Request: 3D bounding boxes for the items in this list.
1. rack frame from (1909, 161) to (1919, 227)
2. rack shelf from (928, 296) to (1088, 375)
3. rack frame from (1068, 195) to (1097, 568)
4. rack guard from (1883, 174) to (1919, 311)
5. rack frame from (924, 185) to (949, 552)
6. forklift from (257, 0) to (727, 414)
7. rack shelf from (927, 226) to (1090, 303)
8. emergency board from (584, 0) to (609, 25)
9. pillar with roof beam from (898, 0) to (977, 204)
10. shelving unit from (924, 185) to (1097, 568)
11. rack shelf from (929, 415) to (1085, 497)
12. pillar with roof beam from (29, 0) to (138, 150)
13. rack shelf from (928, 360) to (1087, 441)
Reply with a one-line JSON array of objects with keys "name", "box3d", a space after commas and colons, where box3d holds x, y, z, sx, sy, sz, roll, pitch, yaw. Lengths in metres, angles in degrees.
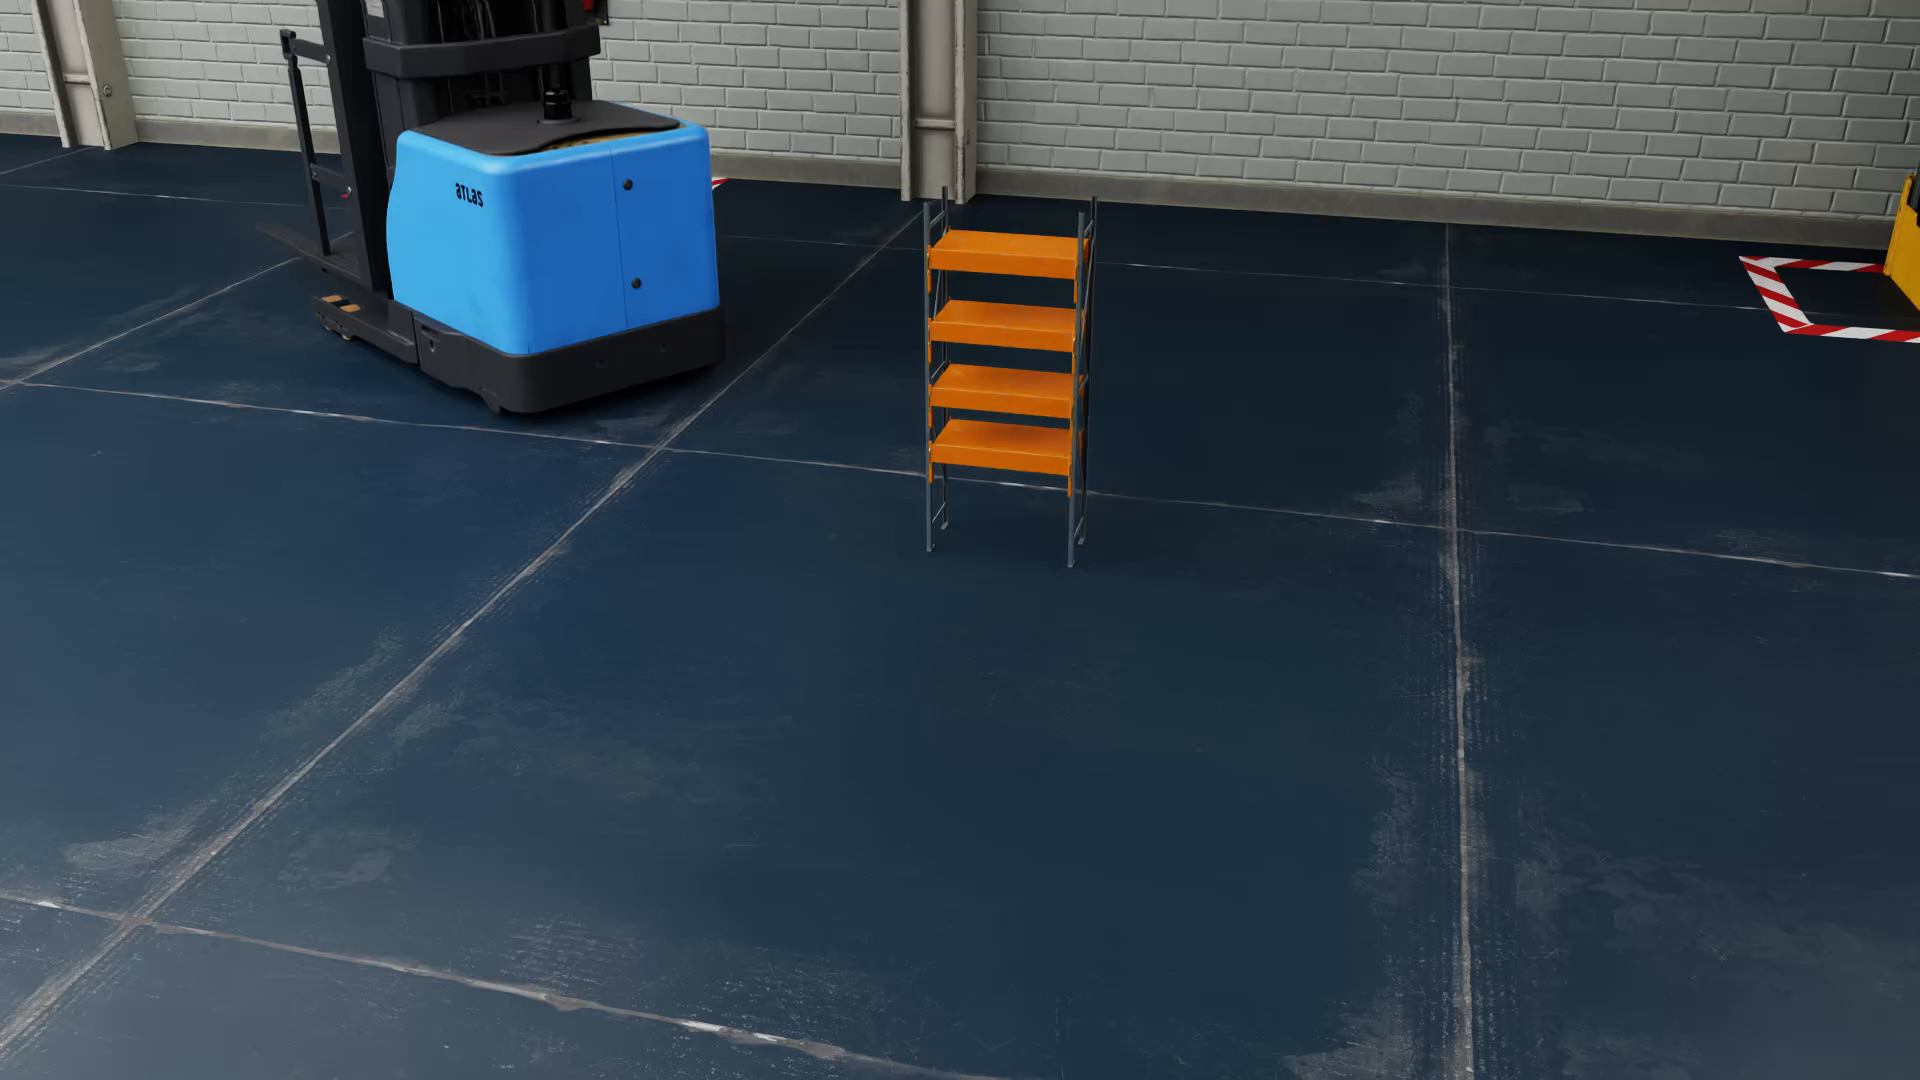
[{"name": "rack frame", "box3d": [4.790, -2.528, 7.571, 0.127, 3.000, 1.000, 6, 26, 13]}, {"name": "rack shelf", "box3d": [0.160, -0.665, 5.388, 0.480, 0.148, 0.258, 6, 26, 13]}, {"name": "rack frame", "box3d": [0.397, -0.498, 5.400, 0.015, 1.200, 0.240, 6, 26, 13]}, {"name": "rack guard", "box3d": [4.863, -1.392, 8.092, 0.348, 0.500, 1.175, 6, 26, 13]}, {"name": "rack frame", "box3d": [-0.076, -0.550, 5.510, 0.015, 1.200, 0.240, 6, 26, 13]}, {"name": "forklift", "box3d": [-2.389, -2.376, 7.332, 1.130, 2.935, 3.031, -22, 33, -38]}, {"name": "rack shelf", "box3d": [0.160, -0.879, 5.286, 0.480, 0.148, 0.258, 6, 26, 13]}, {"name": "emergency board", "box3d": [-2.512, -3.736, 10.109, 0.643, 1.169, 0.194, 6, 26, 13]}, {"name": "pillar with roof beam", "box3d": [-1.200, -4.372, 4.465, 0.400, 9.000, 9.100, 6, 26, 13]}, {"name": "shelving unit", "box3d": [0.160, -0.524, 5.455, 0.503, 1.200, 0.258, 6, 26, 13]}, {"name": "rack shelf", "box3d": [0.160, -0.284, 5.569, 0.480, 0.148, 0.258, 6, 26, 13]}, {"name": "pillar with roof beam", "box3d": [-7.011, -5.015, 5.815, 0.400, 9.000, 9.100, 6, 26, 13]}, {"name": "rack shelf", "box3d": [0.160, -0.463, 5.484, 0.480, 0.148, 0.258, 6, 26, 13]}]
